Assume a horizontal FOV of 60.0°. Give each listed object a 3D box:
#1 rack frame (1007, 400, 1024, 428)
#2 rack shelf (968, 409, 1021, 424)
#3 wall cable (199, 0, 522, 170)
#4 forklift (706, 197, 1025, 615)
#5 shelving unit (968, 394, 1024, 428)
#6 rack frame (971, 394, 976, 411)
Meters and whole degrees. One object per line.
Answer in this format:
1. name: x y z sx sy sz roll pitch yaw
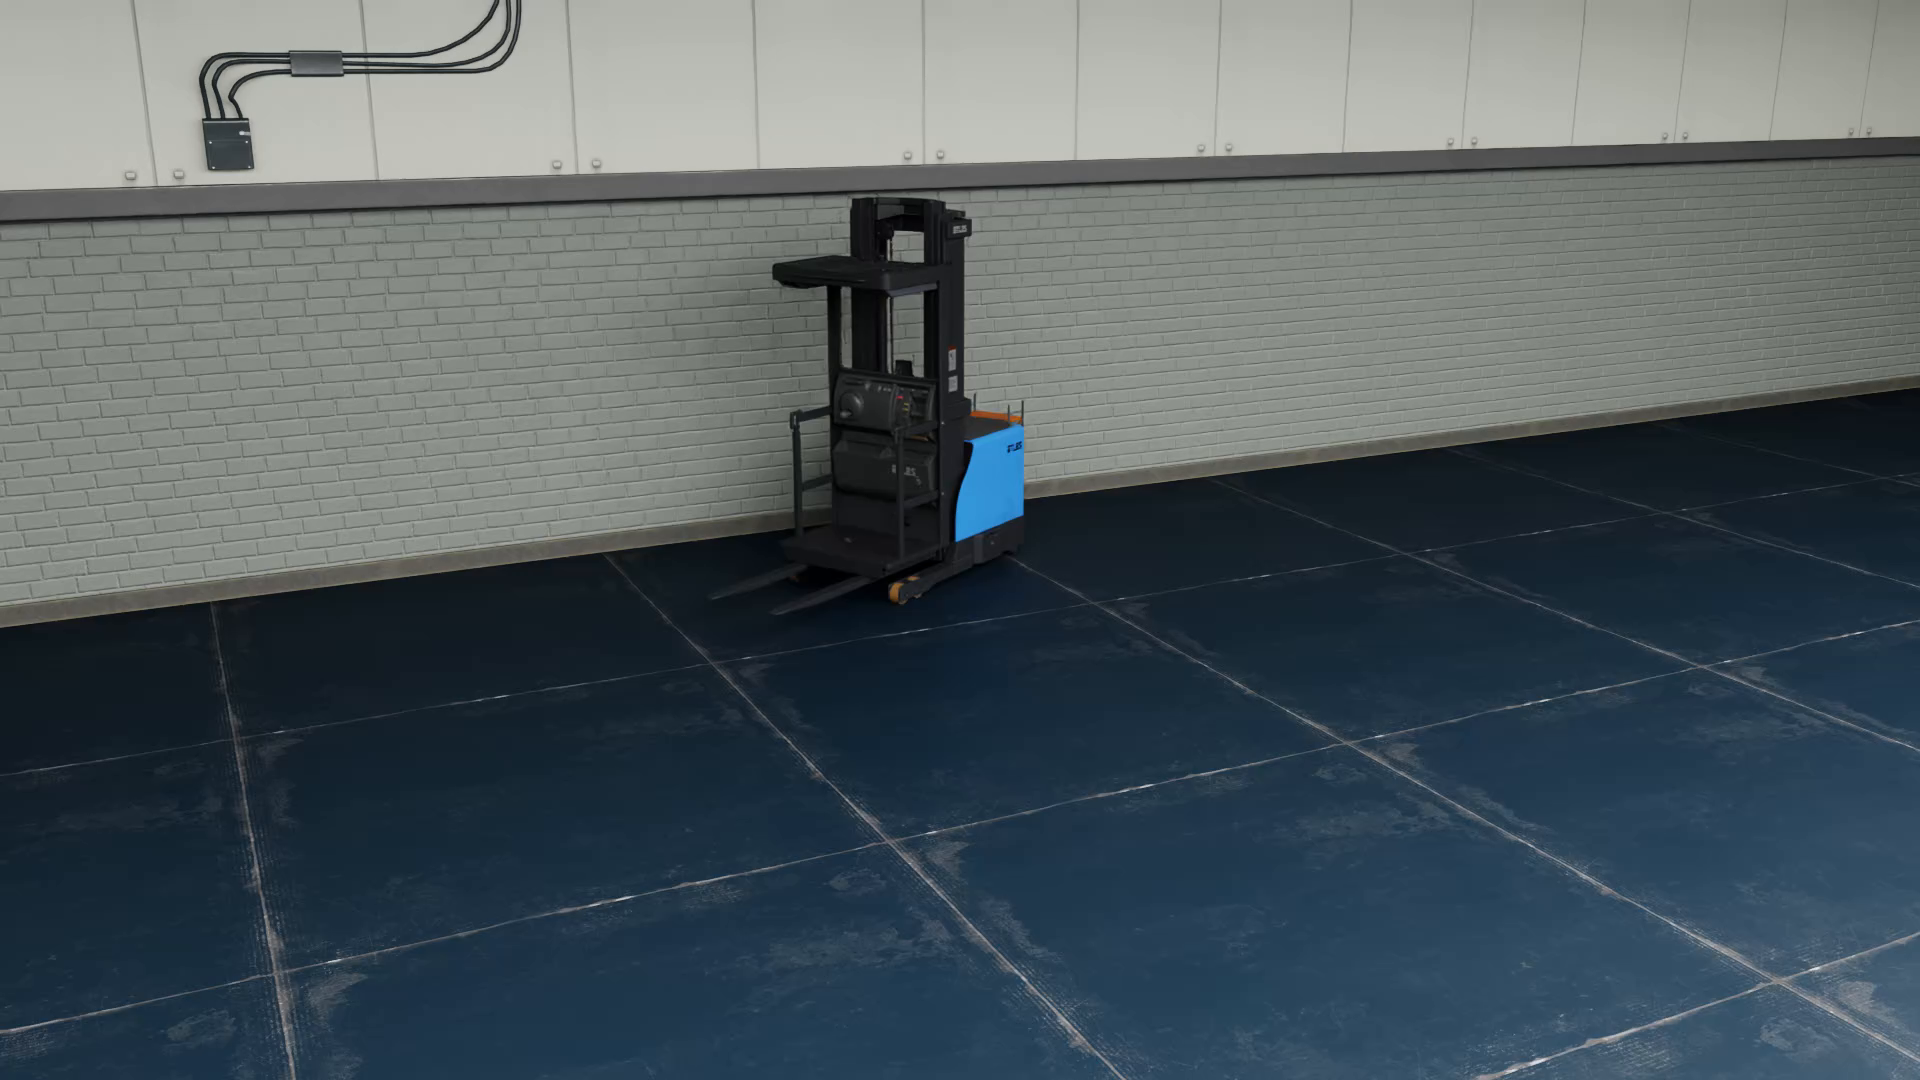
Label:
1. rack frame: 0.466 -0.575 14.078 0.015 1.200 0.240 11 19 33
2. rack shelf: 0.266 -0.991 14.104 0.480 0.148 0.258 11 19 33
3. wall cable: -4.322 -5.664 11.510 2.305 6.003 0.169 -8 18 -25
4. forklift: -0.704 -1.072 12.672 1.130 2.935 3.031 11 19 33
5. shelving unit: 0.265 -0.613 14.211 0.503 1.200 0.258 11 19 33
6. rack frame: 0.064 -0.651 14.344 0.015 1.200 0.240 11 19 33
